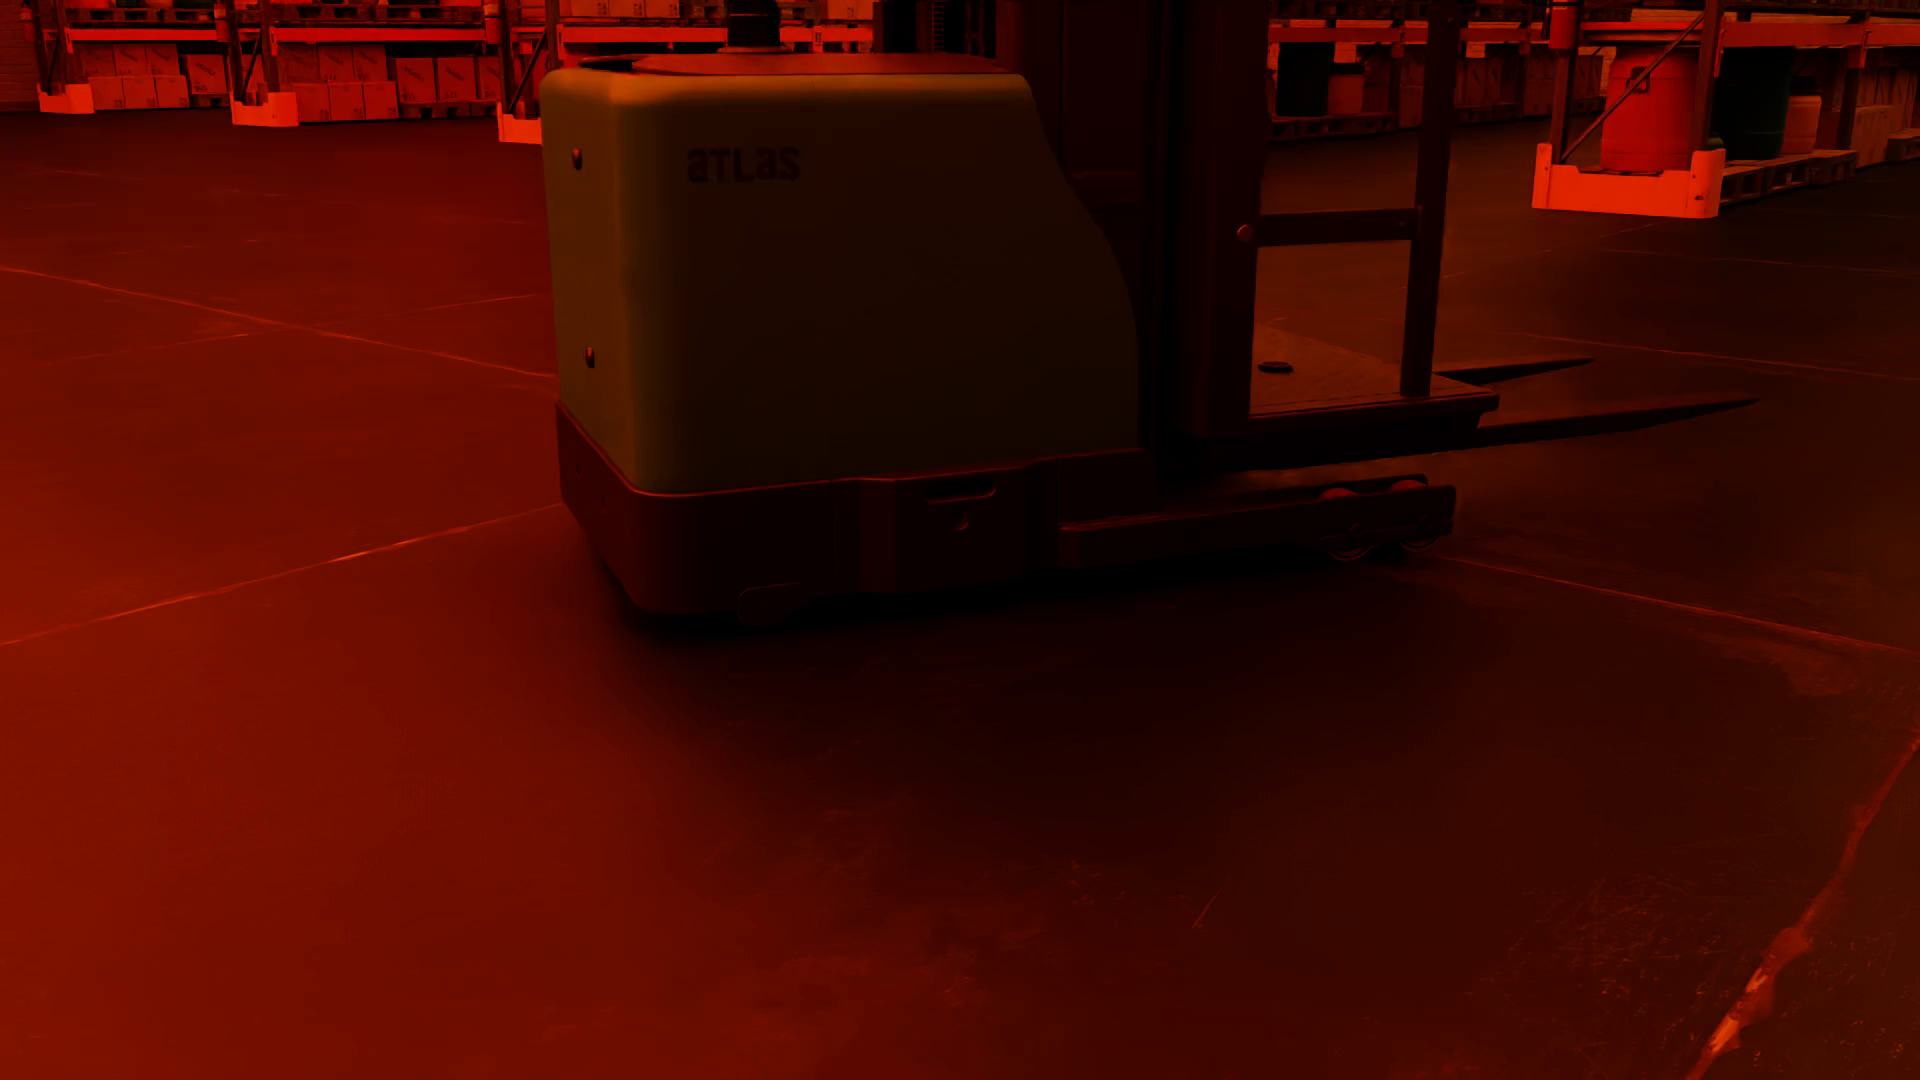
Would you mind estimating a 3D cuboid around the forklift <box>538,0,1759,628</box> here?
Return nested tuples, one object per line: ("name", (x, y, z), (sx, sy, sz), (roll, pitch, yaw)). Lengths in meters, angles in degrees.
("forklift", (0.599, -1.487, 3.795), (3.031, 2.935, 1.130), (-7, 18, -21))
